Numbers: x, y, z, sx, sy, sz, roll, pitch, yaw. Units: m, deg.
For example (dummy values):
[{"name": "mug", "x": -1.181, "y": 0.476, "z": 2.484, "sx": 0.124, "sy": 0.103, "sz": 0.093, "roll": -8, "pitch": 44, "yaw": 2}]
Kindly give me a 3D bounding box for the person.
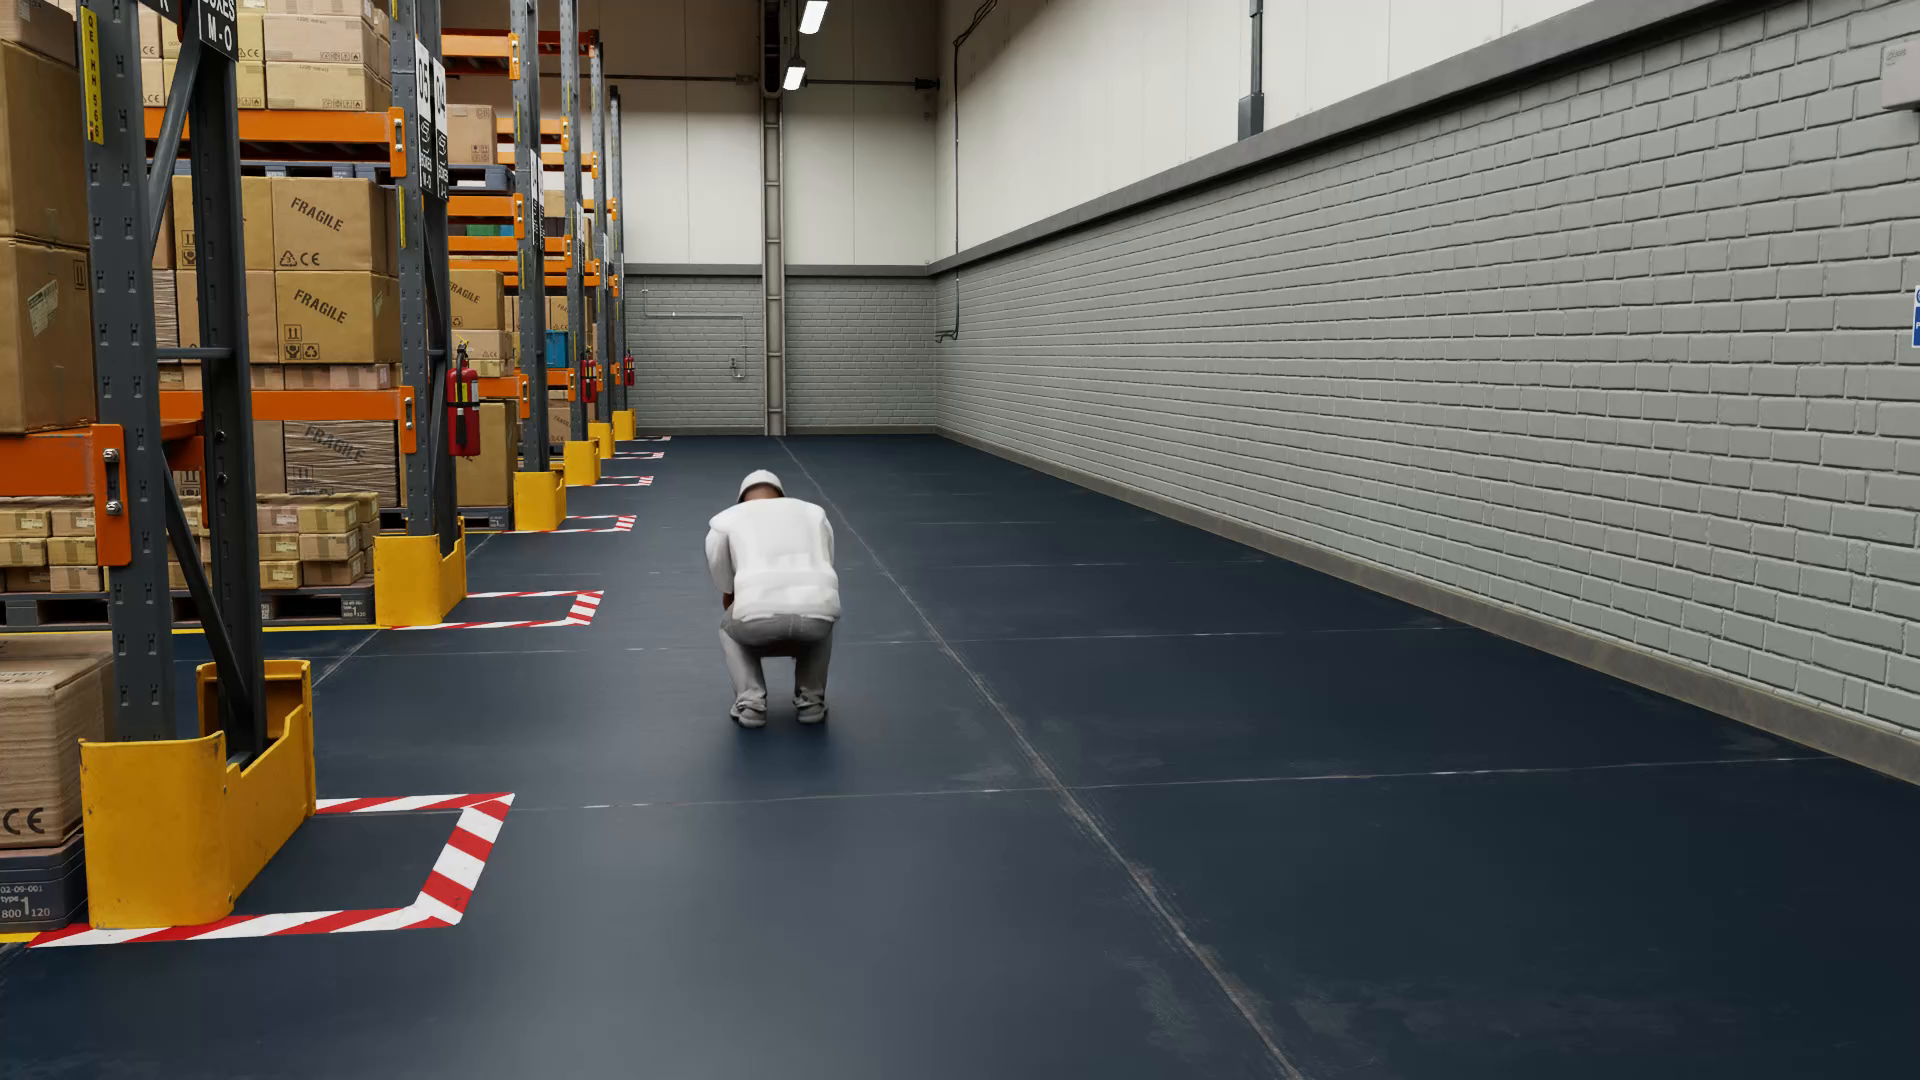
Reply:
[{"name": "person", "x": -0.785, "y": 0.233, "z": 6.955, "sx": 0.542, "sy": 1.011, "sz": 0.903, "roll": -1, "pitch": 7, "yaw": -10}]
